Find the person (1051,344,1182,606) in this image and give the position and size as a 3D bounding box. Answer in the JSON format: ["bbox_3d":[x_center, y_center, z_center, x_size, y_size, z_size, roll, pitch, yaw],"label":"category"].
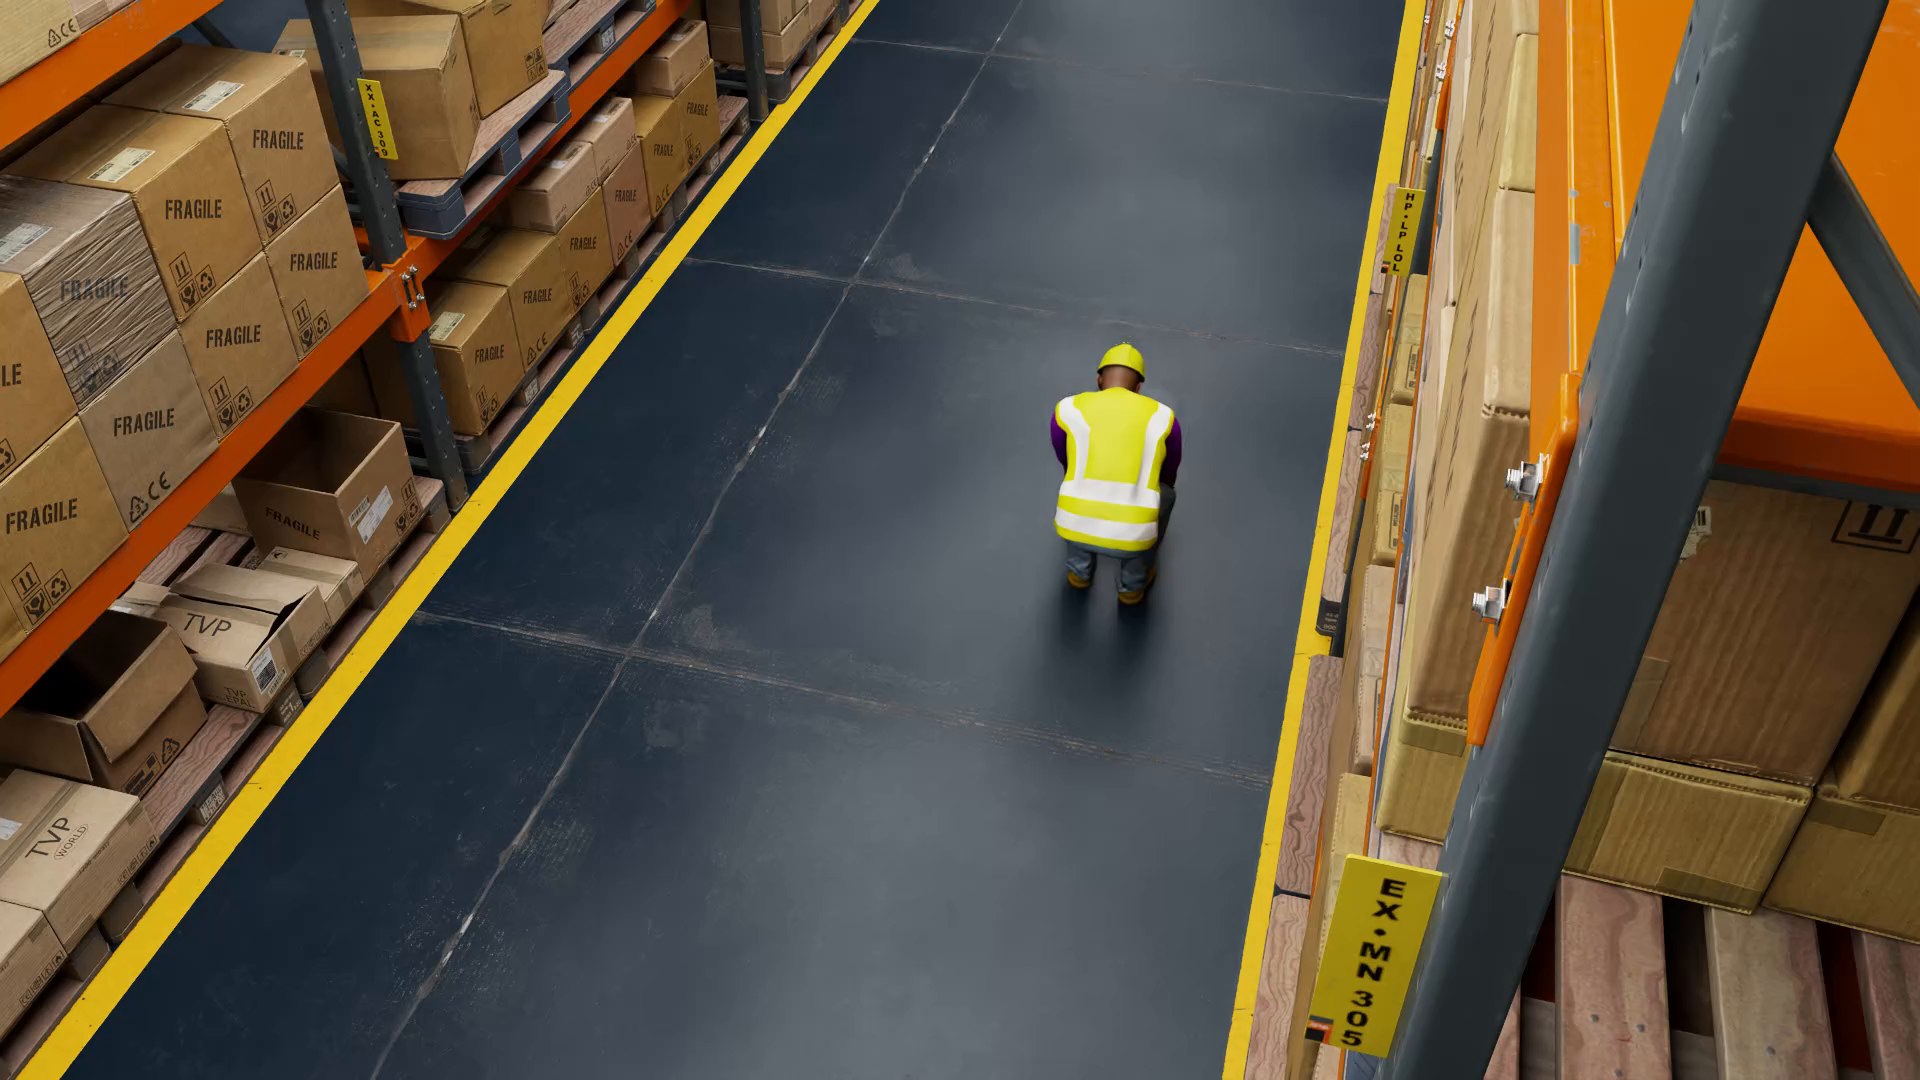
[{"bbox_3d":[0.637,-0.260,7.107,0.567,0.903,0.896,10,42,12],"label":"person"}]
